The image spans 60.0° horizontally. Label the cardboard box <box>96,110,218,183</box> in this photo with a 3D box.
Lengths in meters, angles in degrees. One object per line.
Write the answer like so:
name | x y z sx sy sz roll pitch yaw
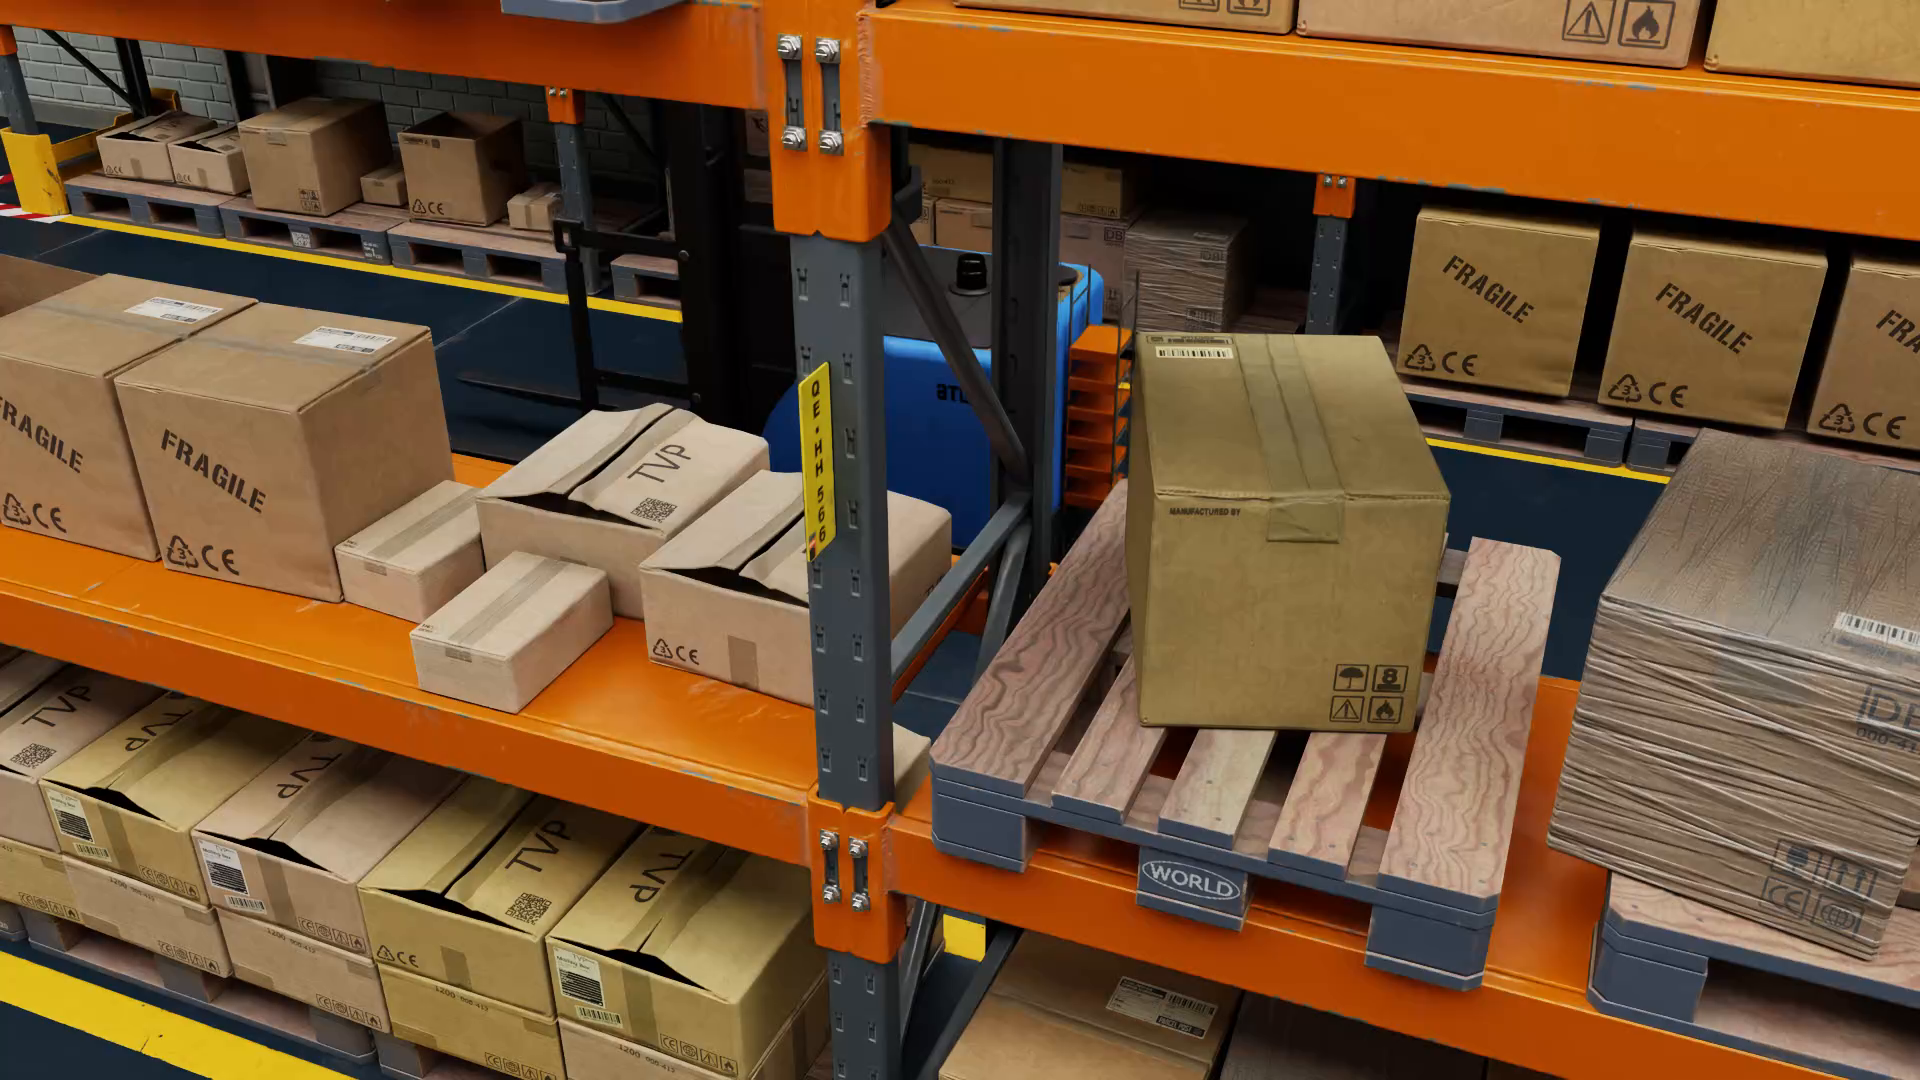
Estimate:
cardboard box | -4.976 -2.467 10.352 0.500 0.311 0.500 8 30 13

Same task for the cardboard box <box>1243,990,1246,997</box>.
cardboard box | 0.926 1.087 3.872 0.500 0.500 0.500 13 32 21

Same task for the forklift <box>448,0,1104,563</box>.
forklift | -1.001 -1.436 6.313 3.031 2.935 1.130 11 31 18

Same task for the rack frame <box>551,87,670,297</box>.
rack frame | -1.877 -2.875 8.788 0.127 3.000 1.000 11 31 19

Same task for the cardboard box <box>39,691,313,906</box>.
cardboard box | -2.021 0.628 4.388 0.500 0.311 0.500 12 32 20

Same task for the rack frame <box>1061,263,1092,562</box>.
rack frame | 0.439 -0.441 6.311 0.006 1.200 0.240 11 31 18

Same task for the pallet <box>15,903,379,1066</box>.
pallet | -1.904 0.942 4.869 1.213 0.211 1.003 11 31 19

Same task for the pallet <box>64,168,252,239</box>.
pallet | -4.773 -2.221 10.464 1.213 0.211 1.003 11 31 19

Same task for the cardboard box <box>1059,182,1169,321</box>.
cardboard box | 0.709 -1.496 8.442 0.500 0.500 0.700 11 31 19

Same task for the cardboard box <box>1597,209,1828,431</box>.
cardboard box | 3.271 -1.021 7.266 0.750 0.750 0.750 11 31 19

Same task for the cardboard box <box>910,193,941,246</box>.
cardboard box | -0.233 -1.664 8.739 0.500 0.500 0.700 12 32 20

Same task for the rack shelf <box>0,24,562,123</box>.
rack shelf | -3.730 -2.932 9.620 4.000 0.370 1.077 11 31 19

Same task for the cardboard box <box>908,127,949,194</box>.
cardboard box | -0.295 -2.002 8.574 0.500 0.250 0.500 10 31 18

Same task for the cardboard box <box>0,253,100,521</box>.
cardboard box | -2.542 -0.412 4.329 0.500 0.500 0.500 14 32 23

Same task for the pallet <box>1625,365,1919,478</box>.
pallet | 3.659 -0.515 7.446 1.213 0.211 1.003 11 31 19

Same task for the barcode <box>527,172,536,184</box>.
barcode | -2.552 -2.151 9.884 0.075 0.075 0.001 11 31 19

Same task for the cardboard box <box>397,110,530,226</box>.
cardboard box | -2.853 -2.152 9.603 0.500 0.500 0.500 9 31 15

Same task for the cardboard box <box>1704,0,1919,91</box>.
cardboard box | 1.342 -0.969 2.266 0.500 0.500 0.910 11 31 19

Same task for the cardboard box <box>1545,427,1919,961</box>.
cardboard box | 1.372 0.219 2.785 0.500 0.500 0.700 18 34 28

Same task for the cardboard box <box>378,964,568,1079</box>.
cardboard box | -1.087 1.059 4.196 0.500 0.250 0.500 11 31 19

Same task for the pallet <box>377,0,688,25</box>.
pallet | -0.692 -1.184 2.940 1.003 0.211 1.213 13 32 21

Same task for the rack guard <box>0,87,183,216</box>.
rack guard | -5.513 -2.513 10.688 0.348 0.500 1.175 11 31 19

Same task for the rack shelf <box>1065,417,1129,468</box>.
rack shelf | 0.525 -0.386 6.304 0.180 0.103 0.258 11 31 18

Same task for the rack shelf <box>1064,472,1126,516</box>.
rack shelf | 0.525 -0.177 6.422 0.180 0.103 0.258 11 31 18

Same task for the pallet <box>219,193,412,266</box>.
pallet | -3.647 -1.994 10.064 1.213 0.211 1.003 11 31 19

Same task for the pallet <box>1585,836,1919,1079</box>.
pallet | 1.775 0.565 2.896 1.213 0.211 1.003 11 31 19

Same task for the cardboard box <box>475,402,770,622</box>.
cardboard box | -0.785 -0.091 3.953 0.500 0.311 0.500 11 31 19

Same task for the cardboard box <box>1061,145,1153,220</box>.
cardboard box | 0.638 -1.808 8.232 0.500 0.250 0.500 12 32 20

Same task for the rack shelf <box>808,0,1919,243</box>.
rack shelf | 1.824 -0.498 2.266 4.000 0.370 1.077 11 31 19

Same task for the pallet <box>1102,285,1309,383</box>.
pallet | 1.106 -1.066 8.422 1.213 0.211 1.003 11 31 19

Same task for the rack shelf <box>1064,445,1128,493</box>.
rack shelf | 0.525 -0.282 6.363 0.180 0.103 0.258 11 31 18

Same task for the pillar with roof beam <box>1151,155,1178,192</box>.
pillar with roof beam | -0.668 -3.419 3.653 0.400 9.000 9.100 11 31 19

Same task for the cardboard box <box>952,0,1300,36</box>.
cardboard box | 0.388 -1.160 2.603 0.500 0.500 0.910 11 31 19

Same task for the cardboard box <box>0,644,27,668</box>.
cardboard box | -2.985 0.439 4.722 0.500 0.311 0.500 11 31 19

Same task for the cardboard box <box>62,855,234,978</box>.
cardboard box | -2.030 0.870 4.529 0.500 0.250 0.500 12 32 20

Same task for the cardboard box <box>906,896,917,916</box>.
cardboard box | -0.404 0.908 4.463 0.500 0.250 0.500 11 31 19

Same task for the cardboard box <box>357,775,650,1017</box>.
cardboard box | -1.091 0.817 4.055 0.500 0.311 0.500 11 31 18

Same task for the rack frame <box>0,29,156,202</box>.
rack frame | -5.583 -3.615 10.098 0.127 3.000 1.000 11 31 19

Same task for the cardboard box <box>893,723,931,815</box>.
cardboard box | -0.404 0.664 4.325 0.500 0.311 0.500 12 32 21

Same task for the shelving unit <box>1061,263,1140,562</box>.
shelving unit | 0.525 -0.425 6.282 0.189 1.200 0.258 11 31 18

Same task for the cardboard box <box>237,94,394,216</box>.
cardboard box | -3.787 -2.285 9.838 0.500 0.500 0.700 9 31 16

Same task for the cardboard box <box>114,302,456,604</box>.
cardboard box | -1.590 -0.222 3.993 0.500 0.500 0.500 10 31 16

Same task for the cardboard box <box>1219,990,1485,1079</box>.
cardboard box | 0.772 1.330 3.442 0.500 0.500 0.500 10 31 17

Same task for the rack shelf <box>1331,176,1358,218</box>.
rack shelf | 3.683 -1.452 7.001 4.000 0.370 1.077 11 31 19
